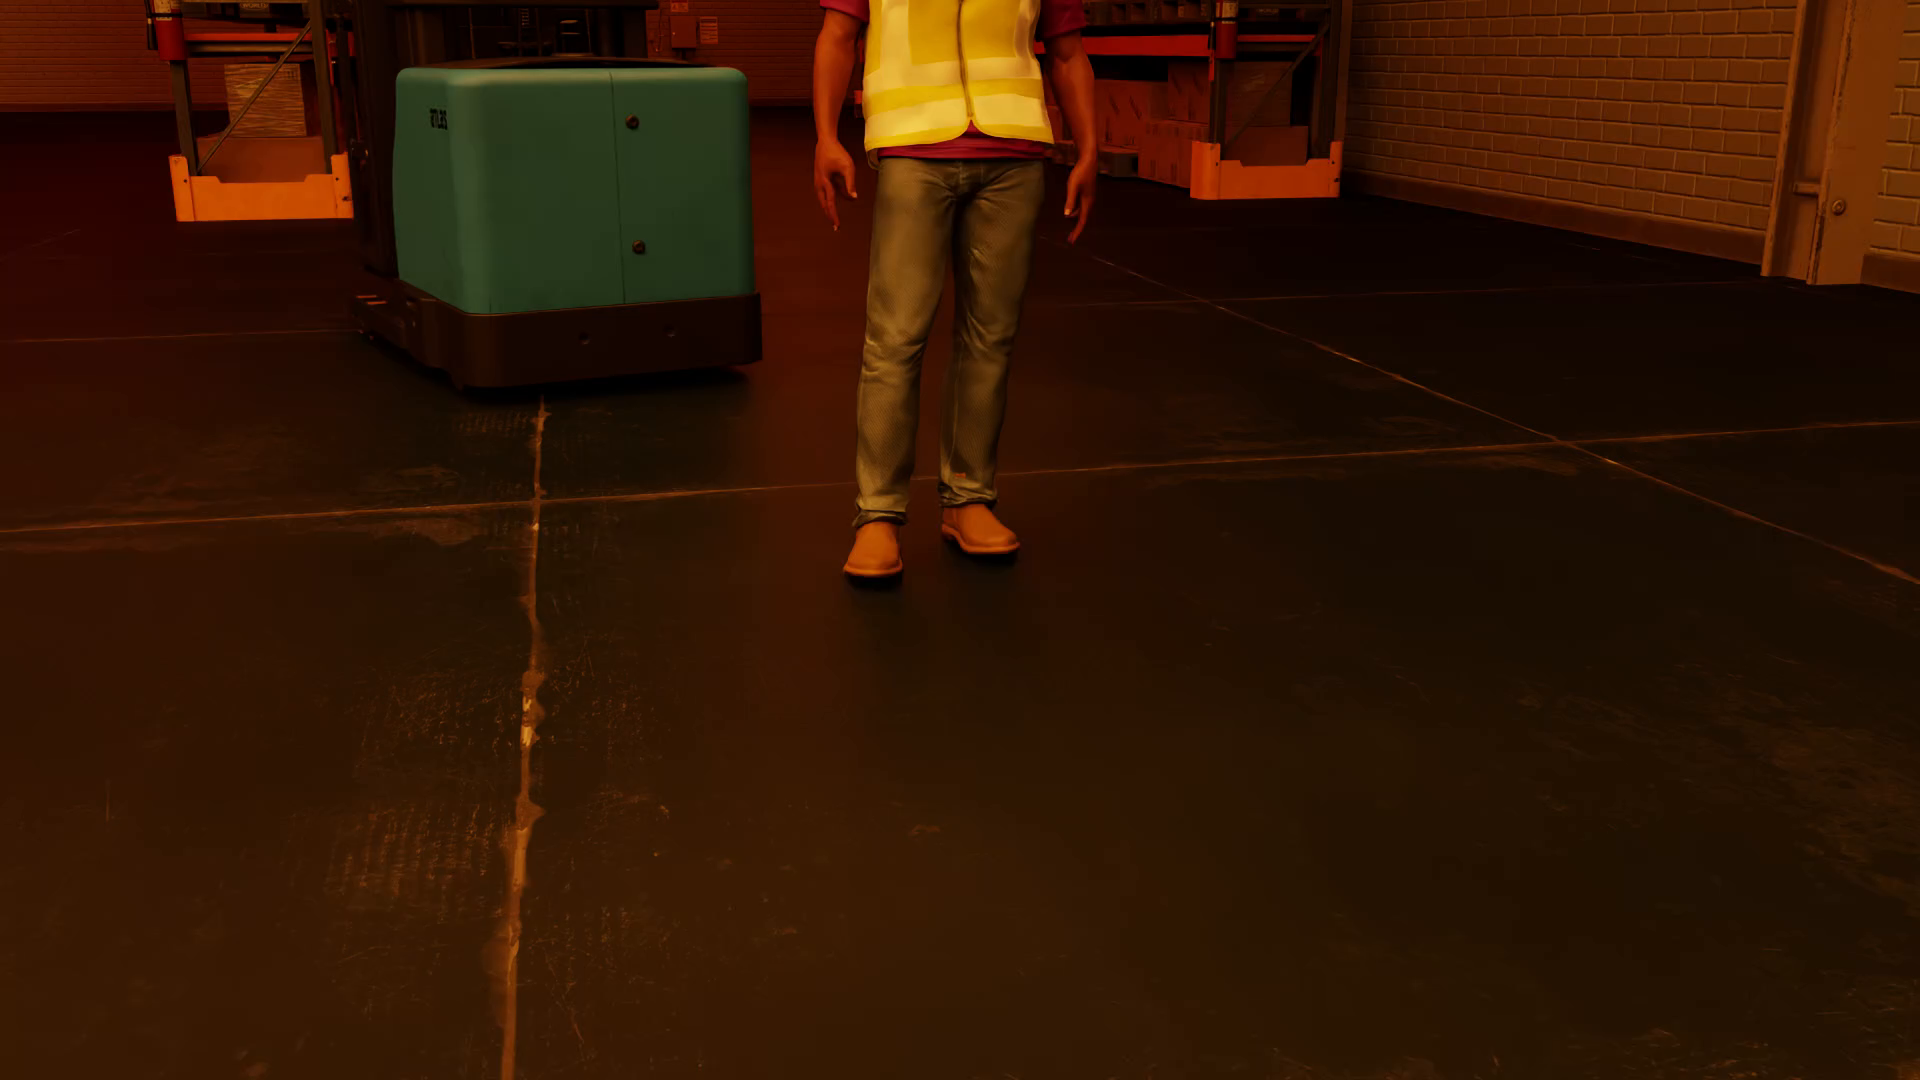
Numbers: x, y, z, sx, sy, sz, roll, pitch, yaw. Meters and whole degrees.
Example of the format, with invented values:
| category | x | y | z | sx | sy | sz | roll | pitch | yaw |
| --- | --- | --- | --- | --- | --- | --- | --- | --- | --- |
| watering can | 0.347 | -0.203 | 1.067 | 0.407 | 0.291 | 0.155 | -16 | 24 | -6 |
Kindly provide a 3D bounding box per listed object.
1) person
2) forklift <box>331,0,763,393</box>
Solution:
| category | x | y | z | sx | sy | sz | roll | pitch | yaw |
| --- | --- | --- | --- | --- | --- | --- | --- | --- | --- |
| person | 0.010 | -0.834 | 3.695 | 0.665 | 1.768 | 0.575 | -4 | 17 | -12 |
| forklift | -1.882 | -2.268 | 6.507 | 1.130 | 2.935 | 3.031 | -9 | 19 | -29 |
